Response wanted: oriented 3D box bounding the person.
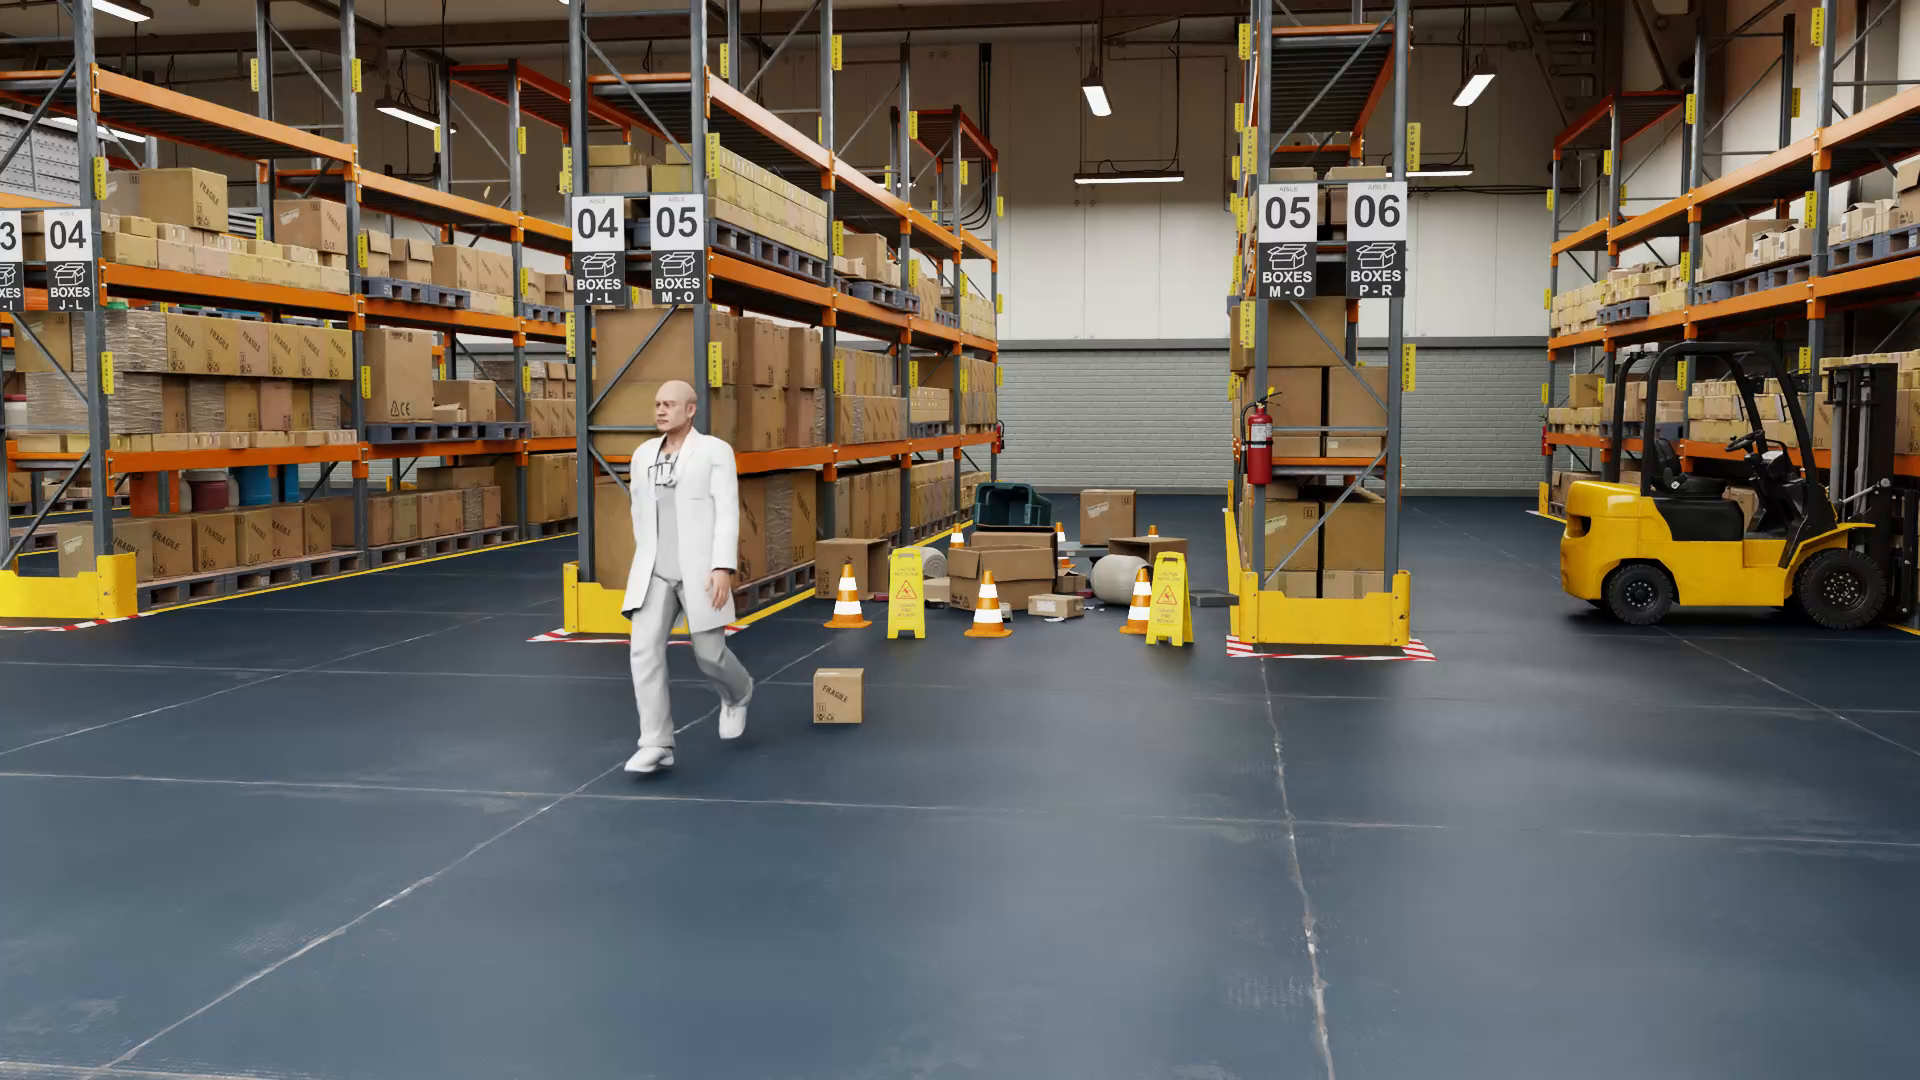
[{"bbox_3d":[-1.254,0.140,7.647,0.605,1.740,1.009,1,4,15],"label":"person"}]
